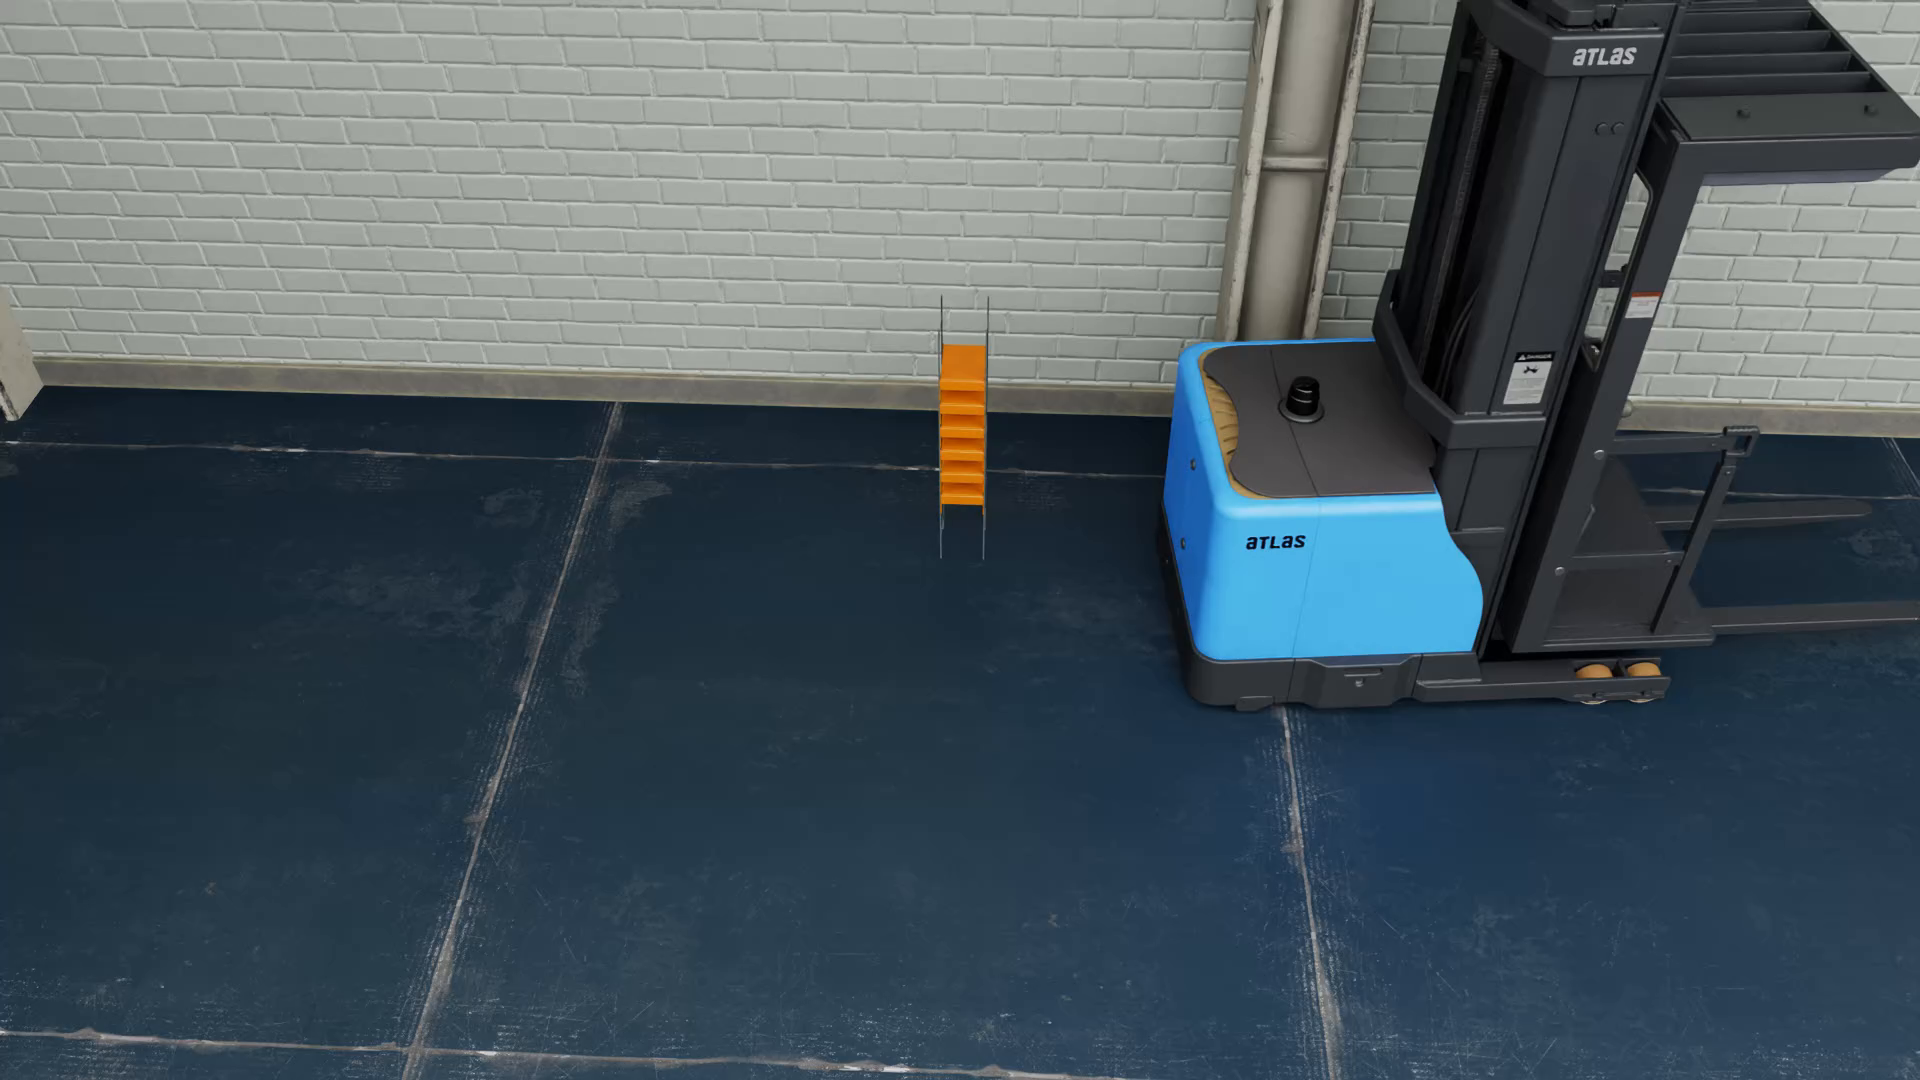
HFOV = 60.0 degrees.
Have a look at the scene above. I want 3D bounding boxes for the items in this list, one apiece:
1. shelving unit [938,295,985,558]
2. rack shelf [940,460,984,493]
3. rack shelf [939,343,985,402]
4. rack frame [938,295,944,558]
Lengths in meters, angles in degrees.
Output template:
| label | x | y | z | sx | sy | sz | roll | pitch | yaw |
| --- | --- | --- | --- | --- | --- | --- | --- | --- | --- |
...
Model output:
| label | x | y | z | sx | sy | sz | roll | pitch | yaw |
| --- | --- | --- | --- | --- | --- | --- | --- | --- | --- |
| shelving unit | -10.961 | 0.879 | 4.986 | 21.905 | 1.800 | 5.752 | 2 | 43 | 2 |
| rack shelf | 0.014 | -0.318 | 6.953 | 0.180 | 0.103 | 0.258 | 2 | 43 | 2 |
| rack shelf | 0.014 | -0.669 | 6.625 | 0.180 | 0.103 | 0.258 | 2 | 43 | 2 |
| rack frame | -0.077 | -0.441 | 6.844 | 0.006 | 1.200 | 0.240 | 2 | 43 | 2 |
